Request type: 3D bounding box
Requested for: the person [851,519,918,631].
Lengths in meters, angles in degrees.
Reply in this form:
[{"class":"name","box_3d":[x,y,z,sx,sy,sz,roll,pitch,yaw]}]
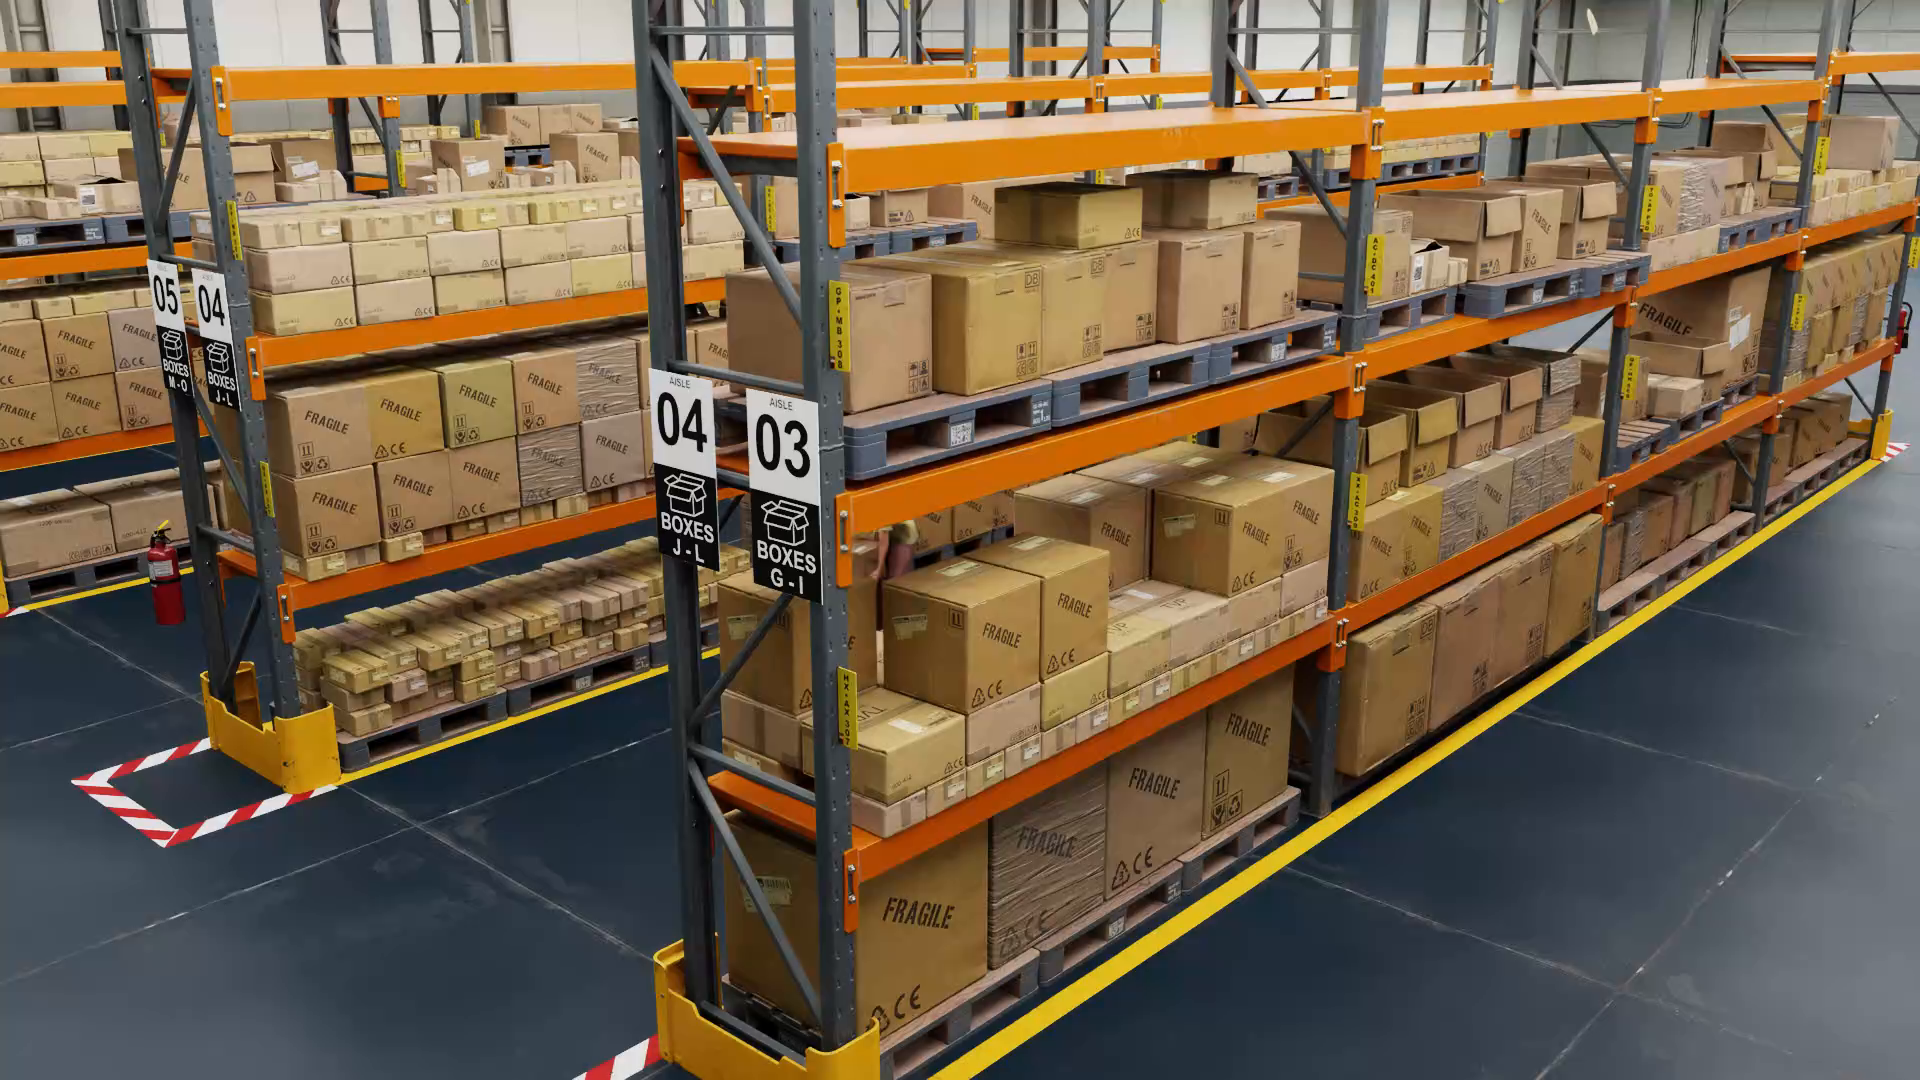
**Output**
[{"class":"person","box_3d":[-0.613,0.219,12.451,0.414,1.317,0.684,14,22,38]}]
